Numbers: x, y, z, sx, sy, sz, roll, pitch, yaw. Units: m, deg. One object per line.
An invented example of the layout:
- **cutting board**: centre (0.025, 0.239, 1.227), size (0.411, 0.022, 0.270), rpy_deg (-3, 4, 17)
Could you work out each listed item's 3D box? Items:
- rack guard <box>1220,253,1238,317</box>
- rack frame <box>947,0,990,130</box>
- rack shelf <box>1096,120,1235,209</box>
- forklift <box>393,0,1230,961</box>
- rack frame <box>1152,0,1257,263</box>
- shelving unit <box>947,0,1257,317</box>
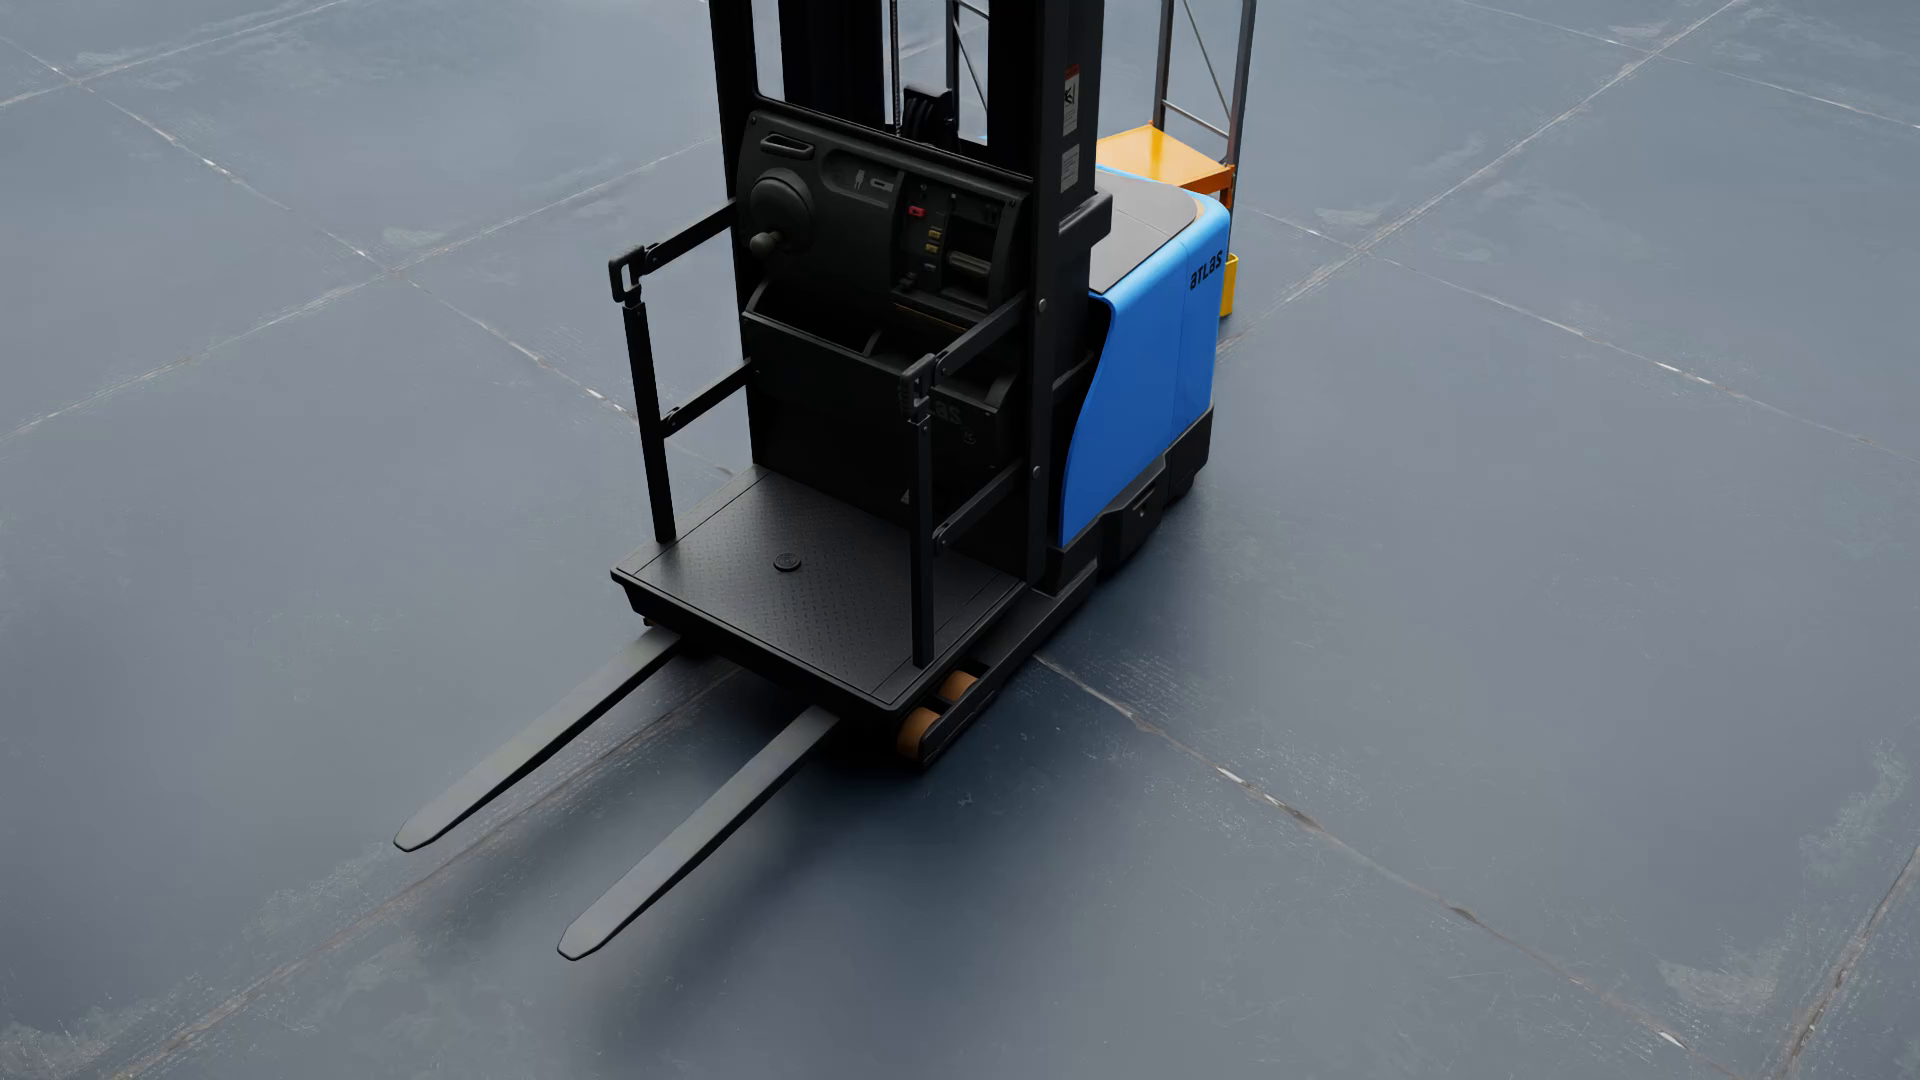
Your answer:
- **rack guard**: centre (0.945, -1.187, 7.042), size (0.087, 0.250, 0.587), rpy_deg (-23, 44, -26)
- **rack frame**: centre (0.103, -1.323, 6.209), size (0.032, 1.500, 0.500), rpy_deg (-23, 44, -26)
- **rack shelf**: centre (0.525, -1.359, 6.543), size (1.000, 0.185, 0.538), rpy_deg (-23, 44, -26)
- **forklift**: centre (-0.358, -0.828, 4.437), size (1.130, 2.935, 3.031), rpy_deg (23, 44, 27)
- **rack frame**: centre (0.946, -1.677, 6.653), size (0.032, 1.500, 0.500), rpy_deg (-23, 44, -26)
- **shelving unit**: centre (0.532, -1.503, 6.435), size (1.083, 1.500, 0.587), rpy_deg (-23, 44, -26)
